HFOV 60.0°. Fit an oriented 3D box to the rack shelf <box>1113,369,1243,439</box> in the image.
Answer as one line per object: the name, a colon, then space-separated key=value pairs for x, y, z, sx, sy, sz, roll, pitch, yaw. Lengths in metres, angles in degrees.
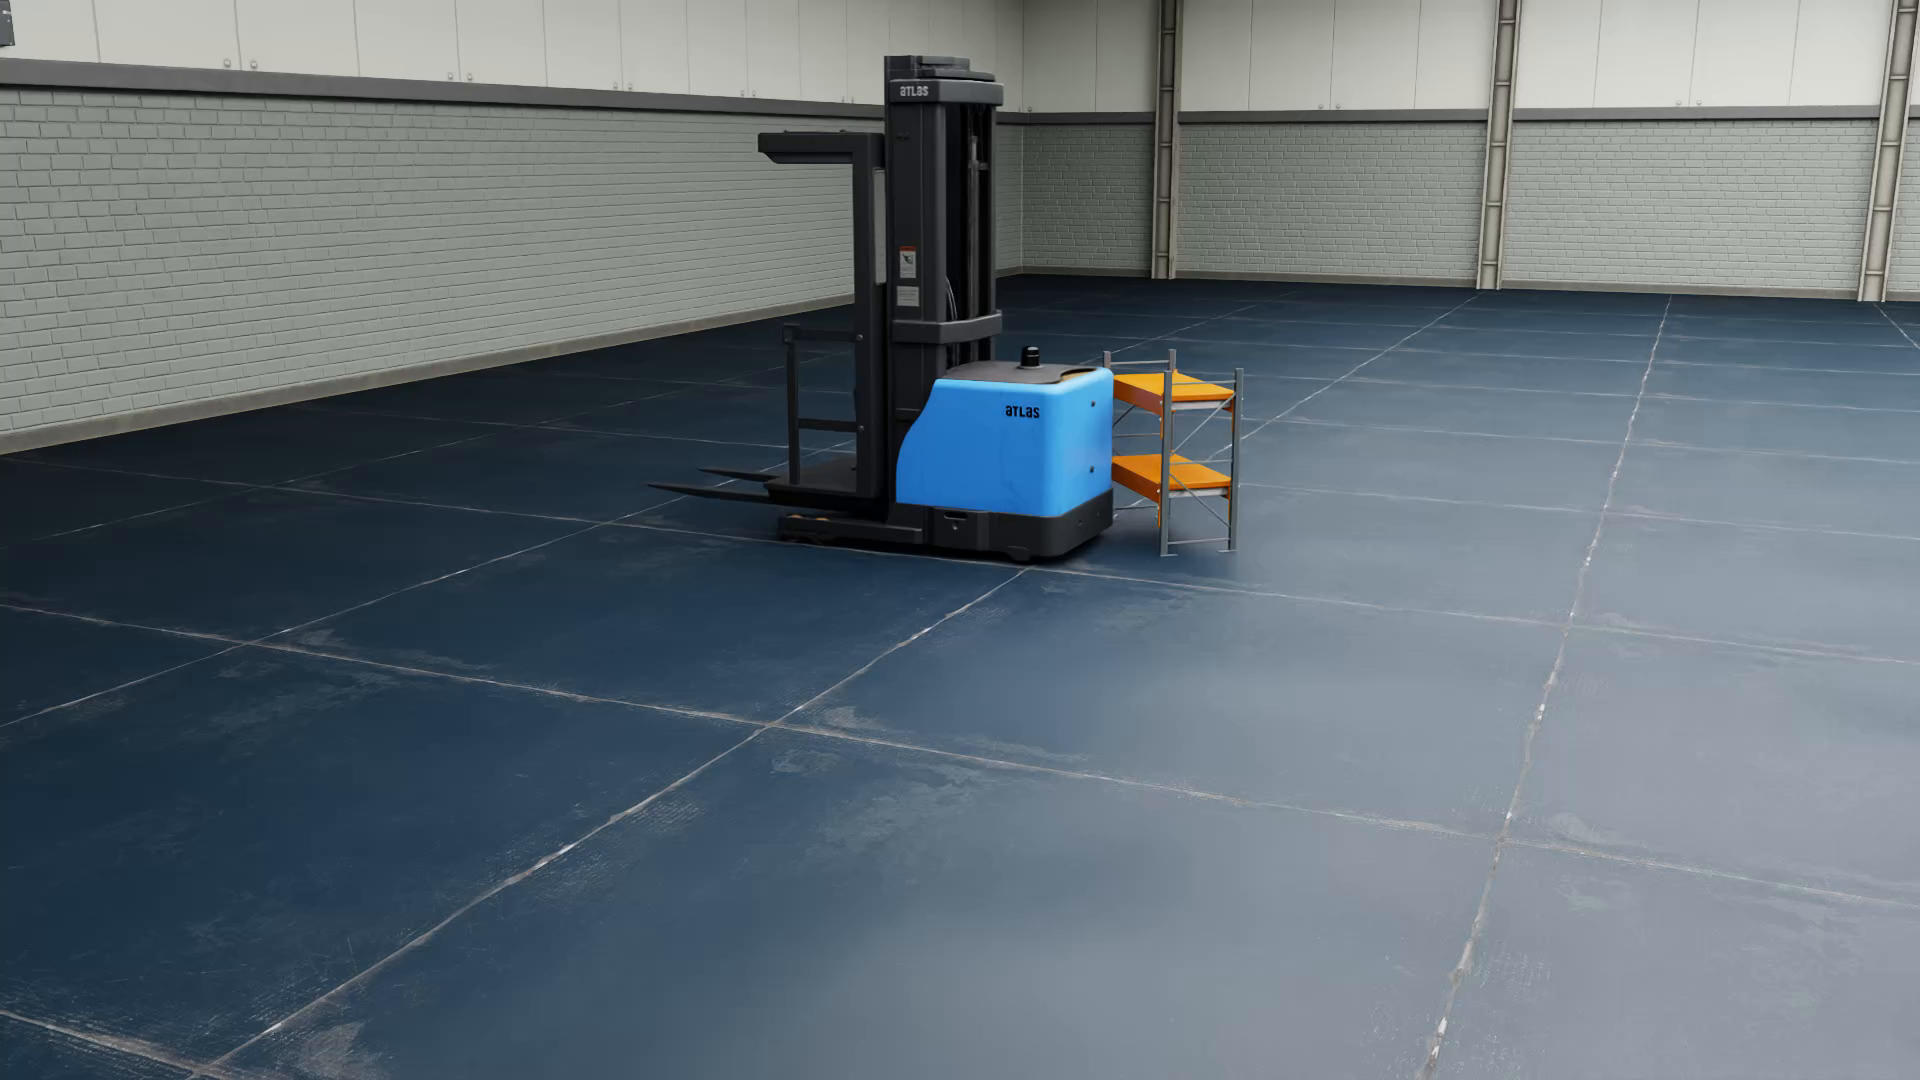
rack shelf: x=1.310 y=-0.860 z=10.422 sx=0.538 sy=0.278 sz=1.000 roll=-4 pitch=14 yaw=-16

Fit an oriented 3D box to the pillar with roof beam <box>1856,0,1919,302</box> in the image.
pillar with roof beam: x=13.131 y=-7.393 z=22.305 sx=0.400 sy=9.000 sz=9.100 roll=6 pitch=14 yaw=23

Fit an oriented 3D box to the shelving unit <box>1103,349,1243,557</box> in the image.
shelving unit: x=1.310 y=-0.575 z=10.489 sx=0.538 sy=1.125 sz=1.048 roll=-4 pitch=14 yaw=-16

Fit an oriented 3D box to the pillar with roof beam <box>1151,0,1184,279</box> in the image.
pillar with roof beam: x=2.159 y=-8.503 z=27.037 sx=0.400 sy=9.000 sz=9.100 roll=6 pitch=14 yaw=23

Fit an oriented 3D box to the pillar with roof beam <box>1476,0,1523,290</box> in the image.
pillar with roof beam: x=7.645 y=-7.948 z=24.671 sx=0.400 sy=9.000 sz=9.100 roll=6 pitch=14 yaw=23

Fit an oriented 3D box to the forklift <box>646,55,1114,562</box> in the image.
forklift: x=-0.586 y=-1.504 z=10.493 sx=3.031 sy=2.935 sz=1.130 roll=6 pitch=15 yaw=24

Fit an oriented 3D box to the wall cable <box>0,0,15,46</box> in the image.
wall cable: x=-7.154 y=-7.009 z=13.225 sx=0.169 sy=6.003 sz=2.305 roll=6 pitch=14 yaw=23

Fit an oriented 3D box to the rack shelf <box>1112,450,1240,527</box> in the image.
rack shelf: x=1.310 y=-0.337 z=10.545 sx=0.538 sy=0.278 sz=1.000 roll=-4 pitch=14 yaw=-16

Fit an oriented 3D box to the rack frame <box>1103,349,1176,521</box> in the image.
rack frame: x=1.170 y=-0.687 z=10.965 sx=0.500 sy=1.125 sz=0.032 roll=-4 pitch=14 yaw=-16

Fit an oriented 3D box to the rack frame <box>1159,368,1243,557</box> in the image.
rack frame: x=1.450 y=-0.464 z=10.013 sx=0.500 sy=1.125 sz=0.032 roll=-4 pitch=14 yaw=-16
